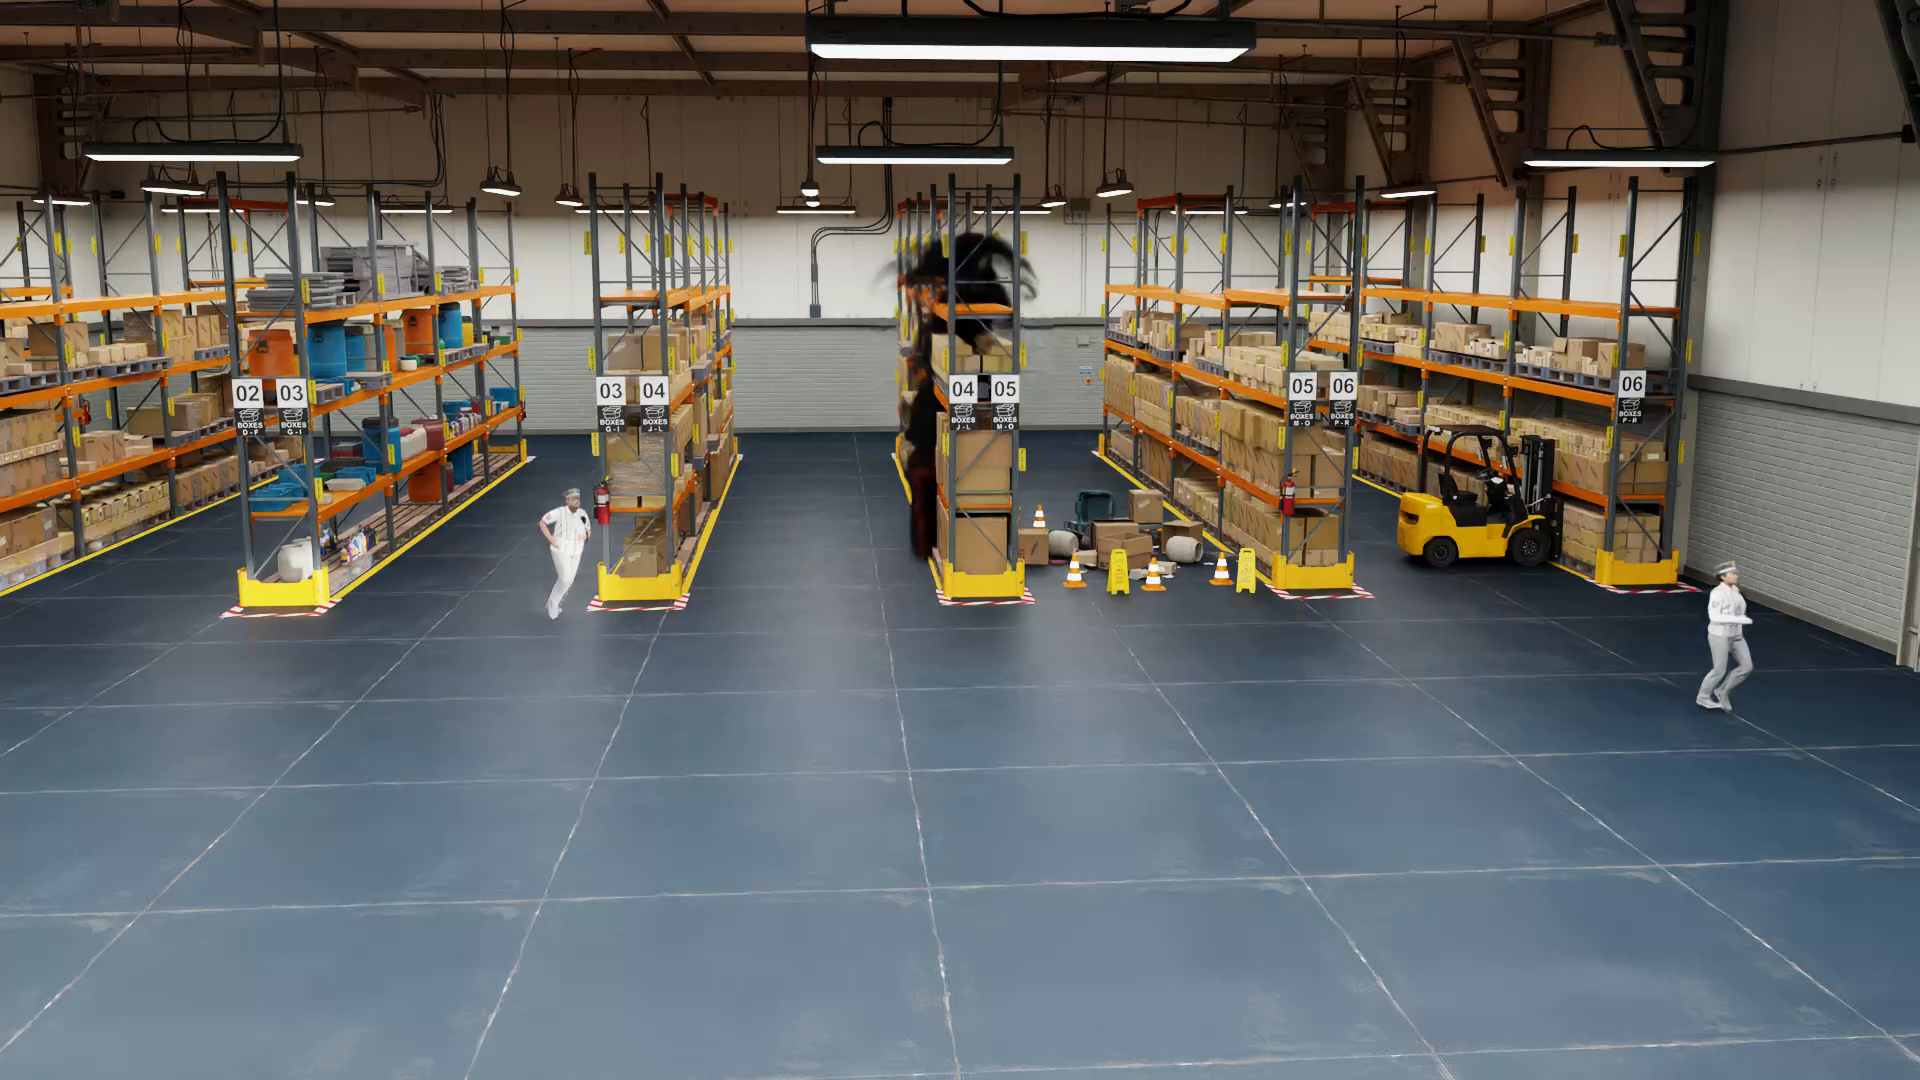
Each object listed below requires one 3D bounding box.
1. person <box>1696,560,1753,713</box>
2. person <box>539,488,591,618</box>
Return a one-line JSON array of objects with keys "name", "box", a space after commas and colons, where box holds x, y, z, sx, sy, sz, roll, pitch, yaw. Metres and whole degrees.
[{"name": "person", "box": [8.305, 1.050, 17.930, 0.595, 1.695, 0.619, -6, 12, -31]}, {"name": "person", "box": [-5.378, 0.171, 22.803, 0.642, 1.790, 0.673, 9, 14, 42]}]
